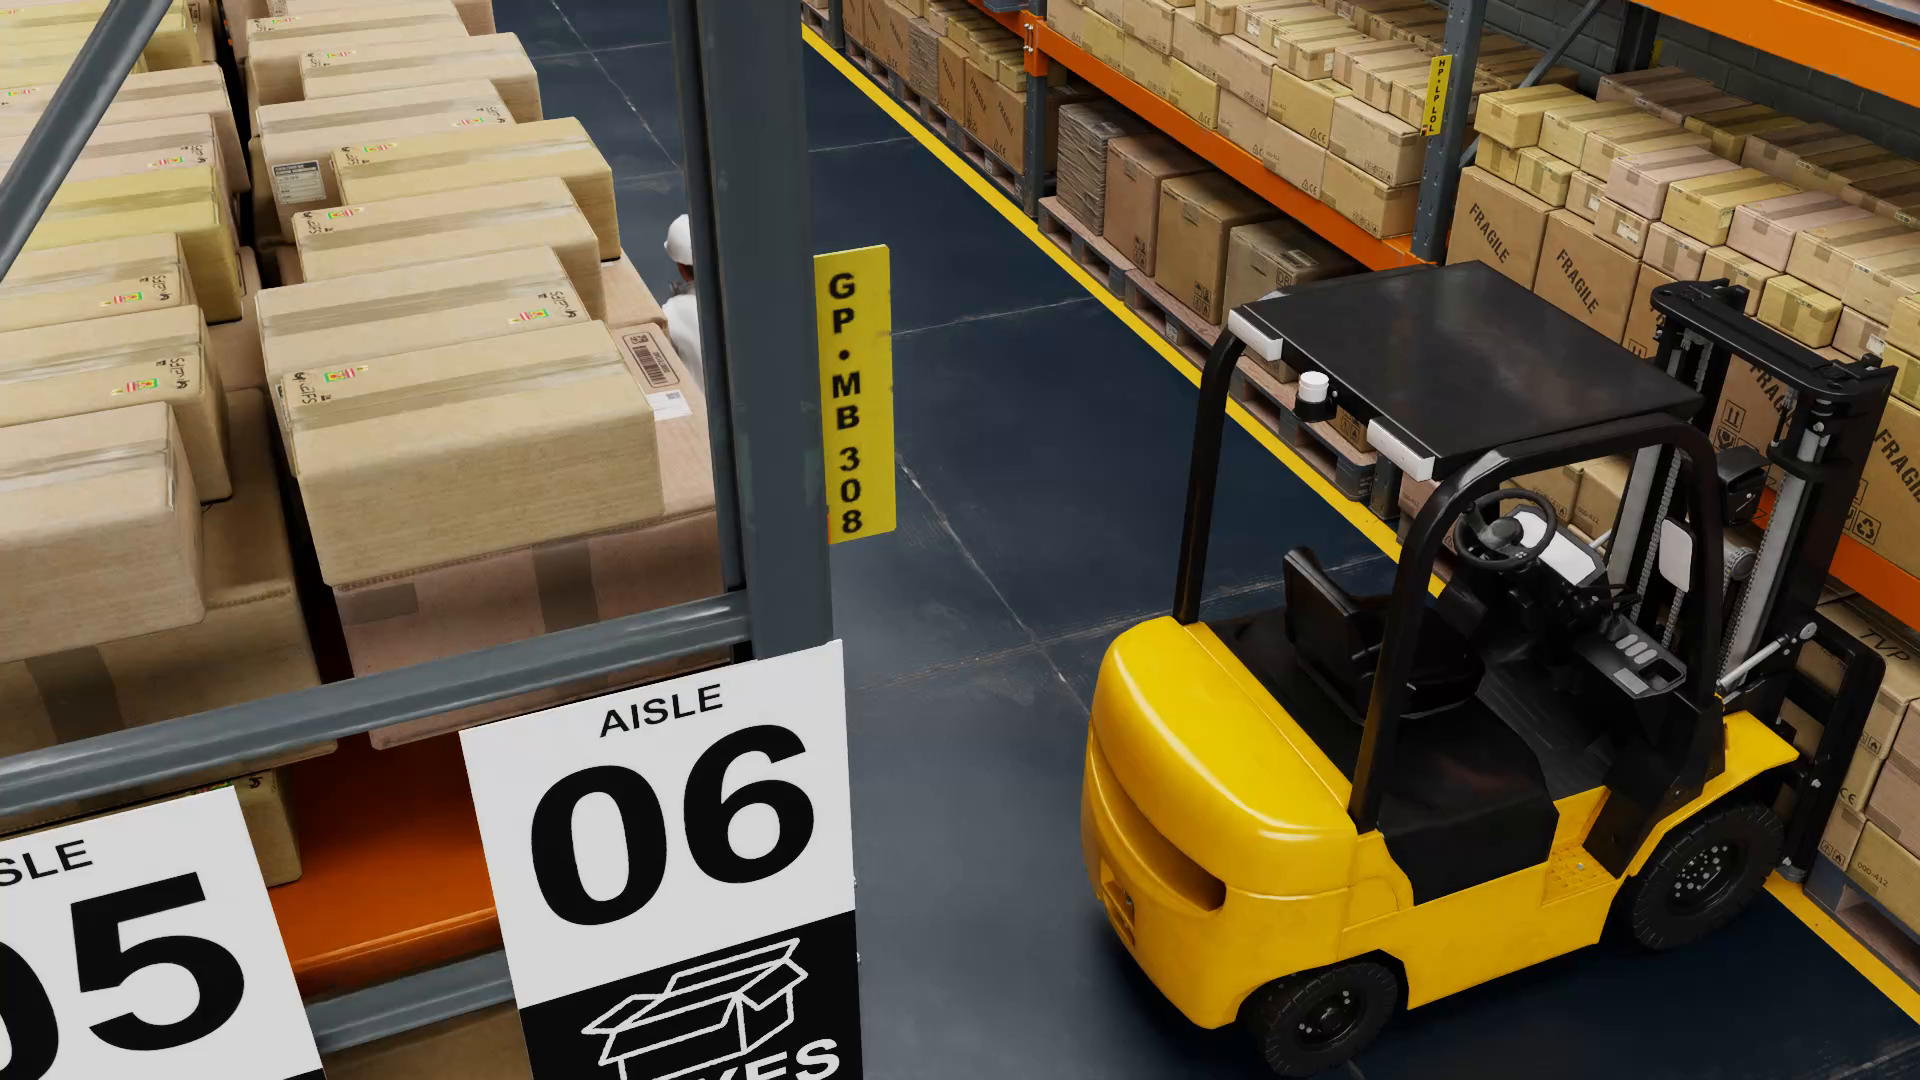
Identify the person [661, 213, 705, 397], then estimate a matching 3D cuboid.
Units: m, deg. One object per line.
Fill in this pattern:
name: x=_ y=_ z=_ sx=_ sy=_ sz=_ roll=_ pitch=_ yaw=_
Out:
person: x=-0.993 y=-0.487 z=6.859 sx=0.570 sy=1.772 sz=0.456 roll=-15 pitch=36 yaw=-21
